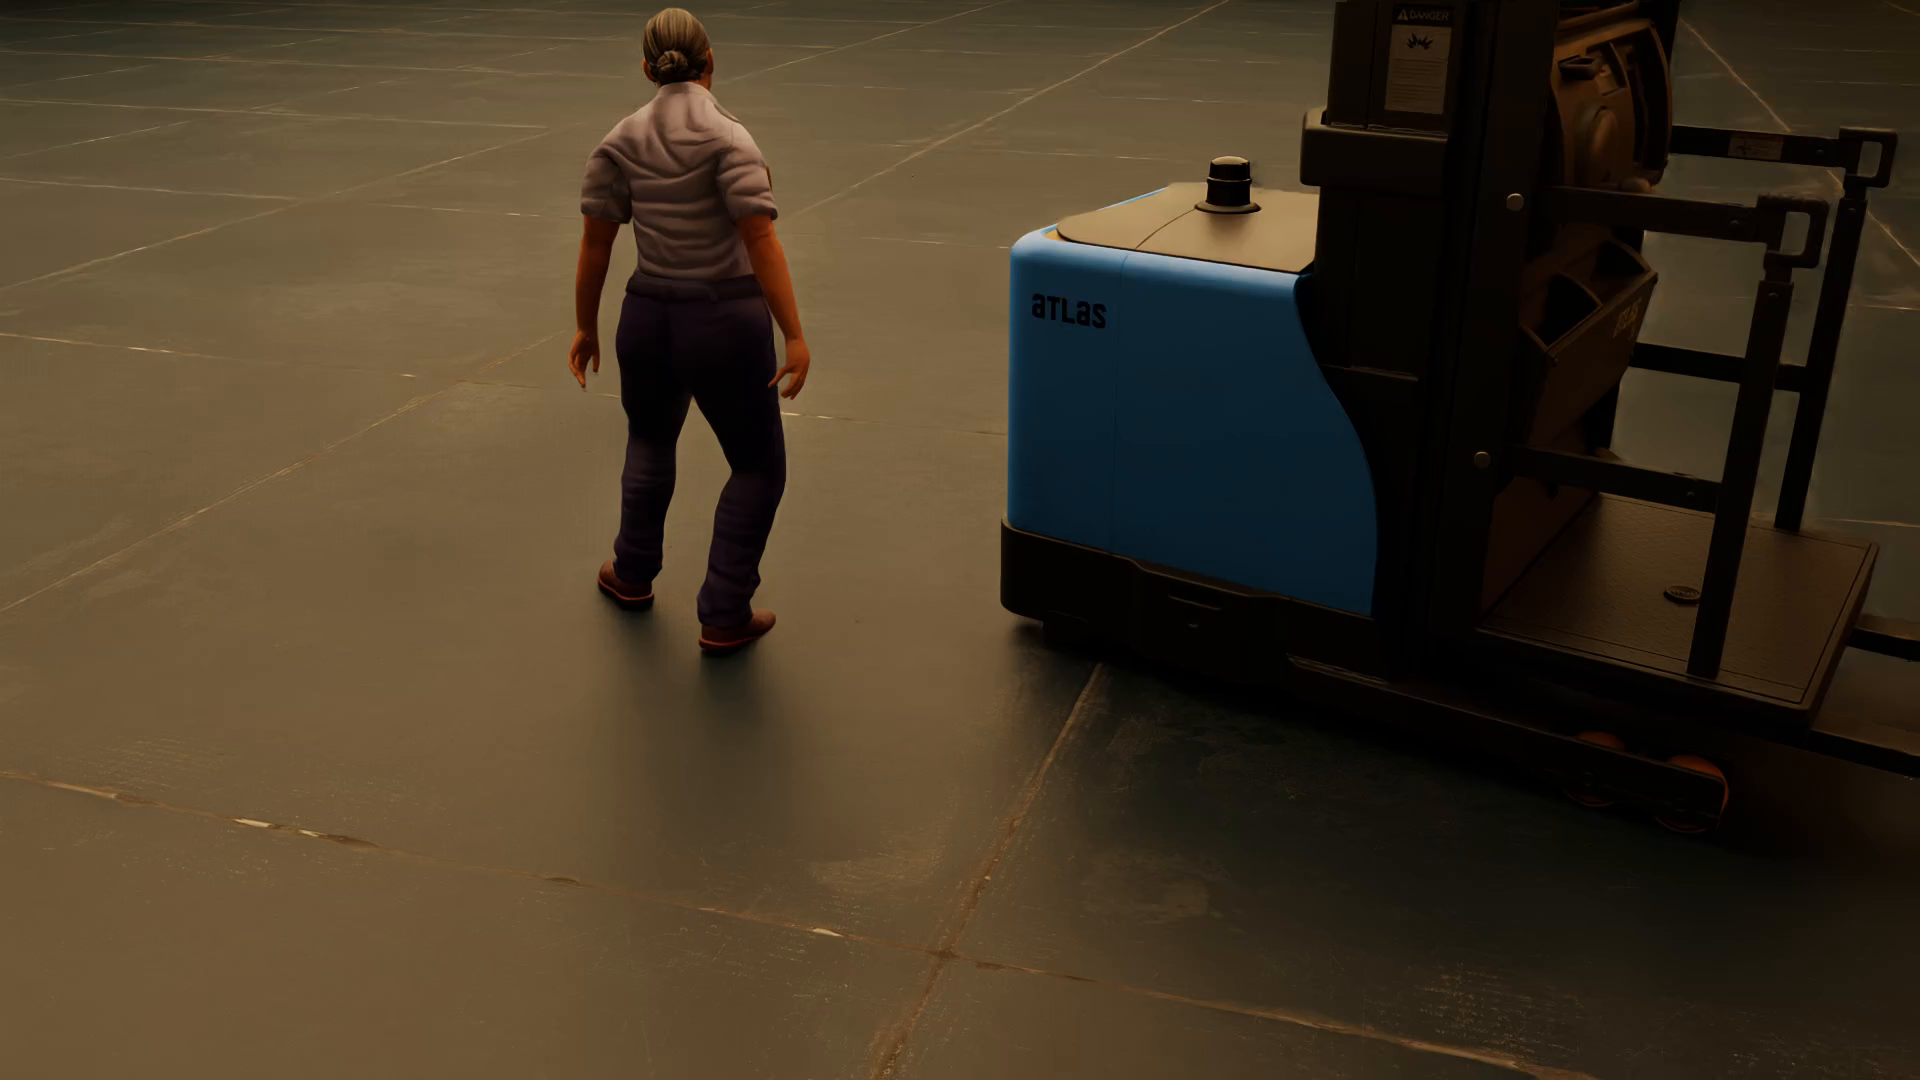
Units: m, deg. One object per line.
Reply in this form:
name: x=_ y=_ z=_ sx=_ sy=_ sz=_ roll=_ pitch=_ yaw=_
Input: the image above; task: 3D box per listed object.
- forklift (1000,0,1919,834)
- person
forklift: x=1.617 y=-0.953 z=3.587 sx=3.031 sy=2.935 sz=1.130 roll=14 pitch=26 yaw=31
person: x=-0.718 y=-0.521 z=4.312 sx=0.830 sy=1.625 sz=0.401 roll=12 pitch=25 yaw=26
